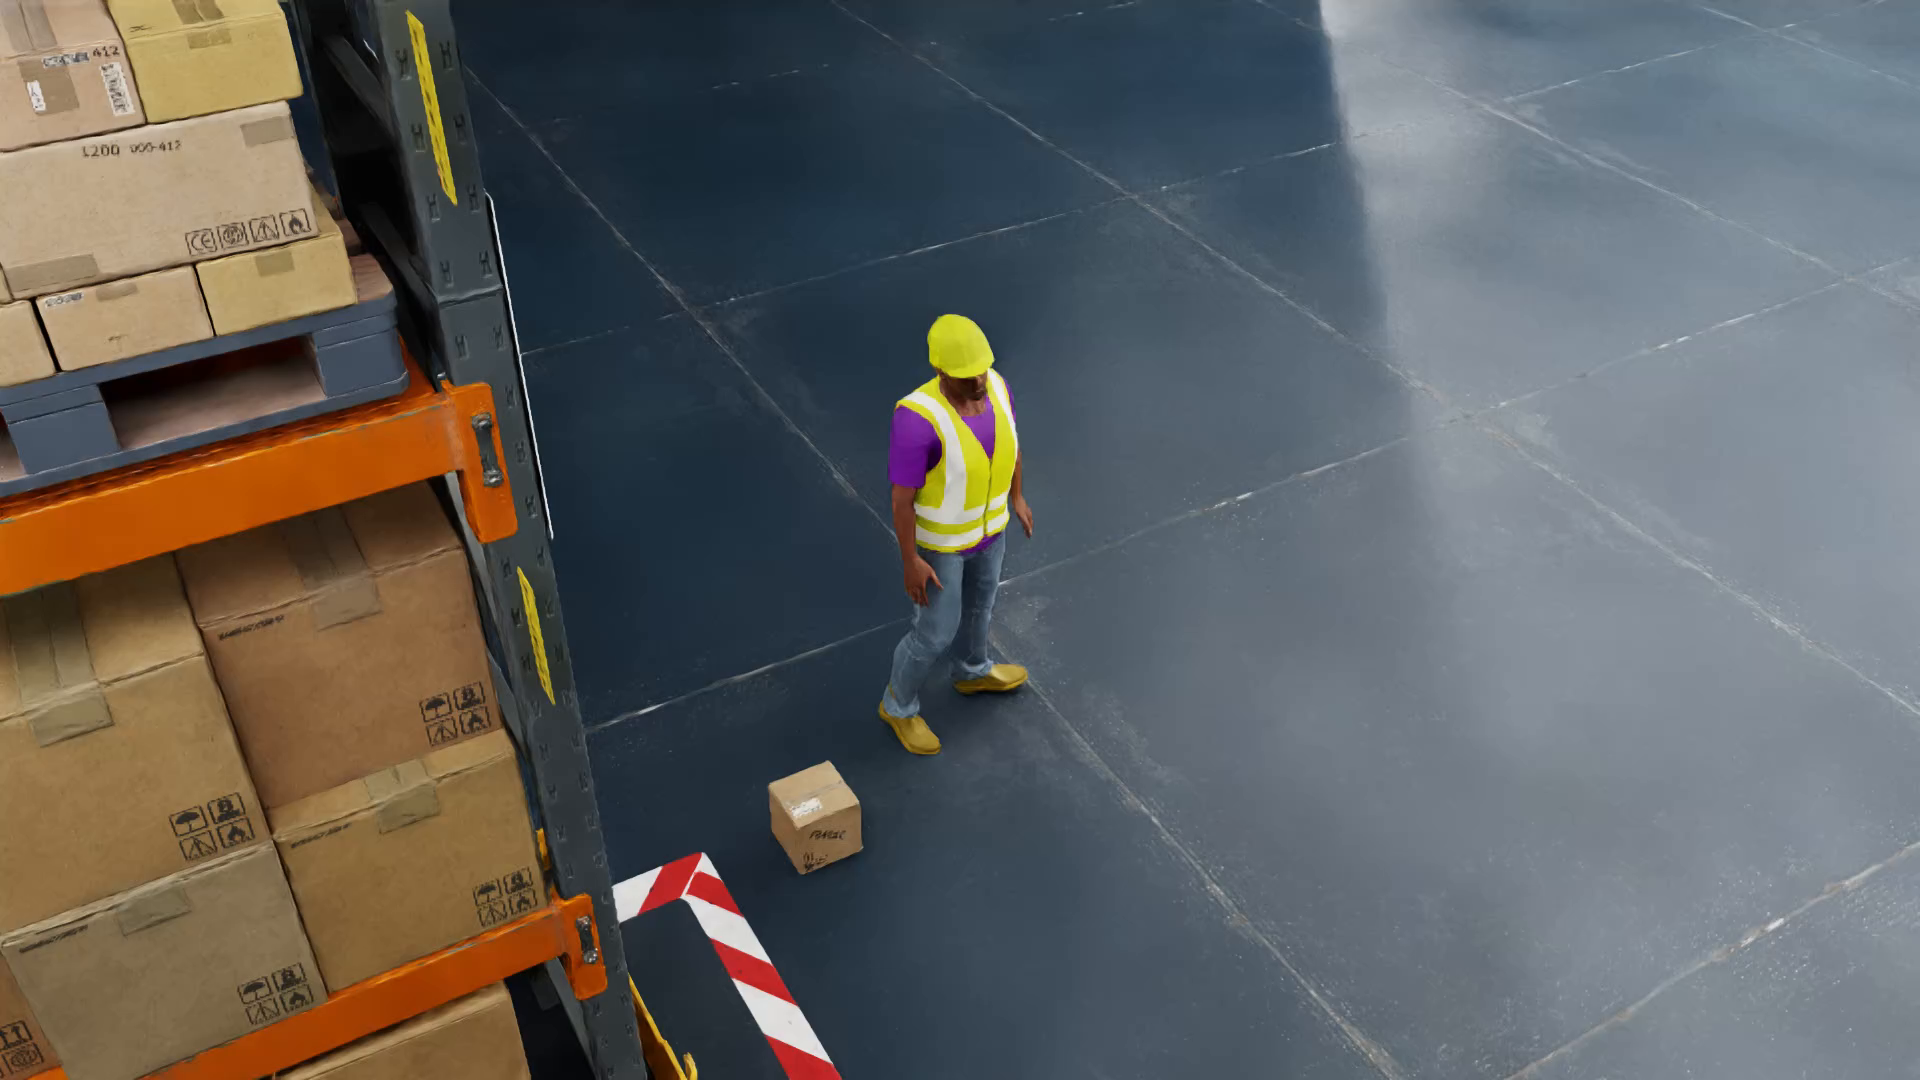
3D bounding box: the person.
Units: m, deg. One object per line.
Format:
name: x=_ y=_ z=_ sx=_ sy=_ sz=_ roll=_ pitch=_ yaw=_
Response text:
person: x=0.004 y=-0.040 z=6.162 sx=0.353 sy=1.798 sz=0.675 roll=29 pitch=46 yaw=34
